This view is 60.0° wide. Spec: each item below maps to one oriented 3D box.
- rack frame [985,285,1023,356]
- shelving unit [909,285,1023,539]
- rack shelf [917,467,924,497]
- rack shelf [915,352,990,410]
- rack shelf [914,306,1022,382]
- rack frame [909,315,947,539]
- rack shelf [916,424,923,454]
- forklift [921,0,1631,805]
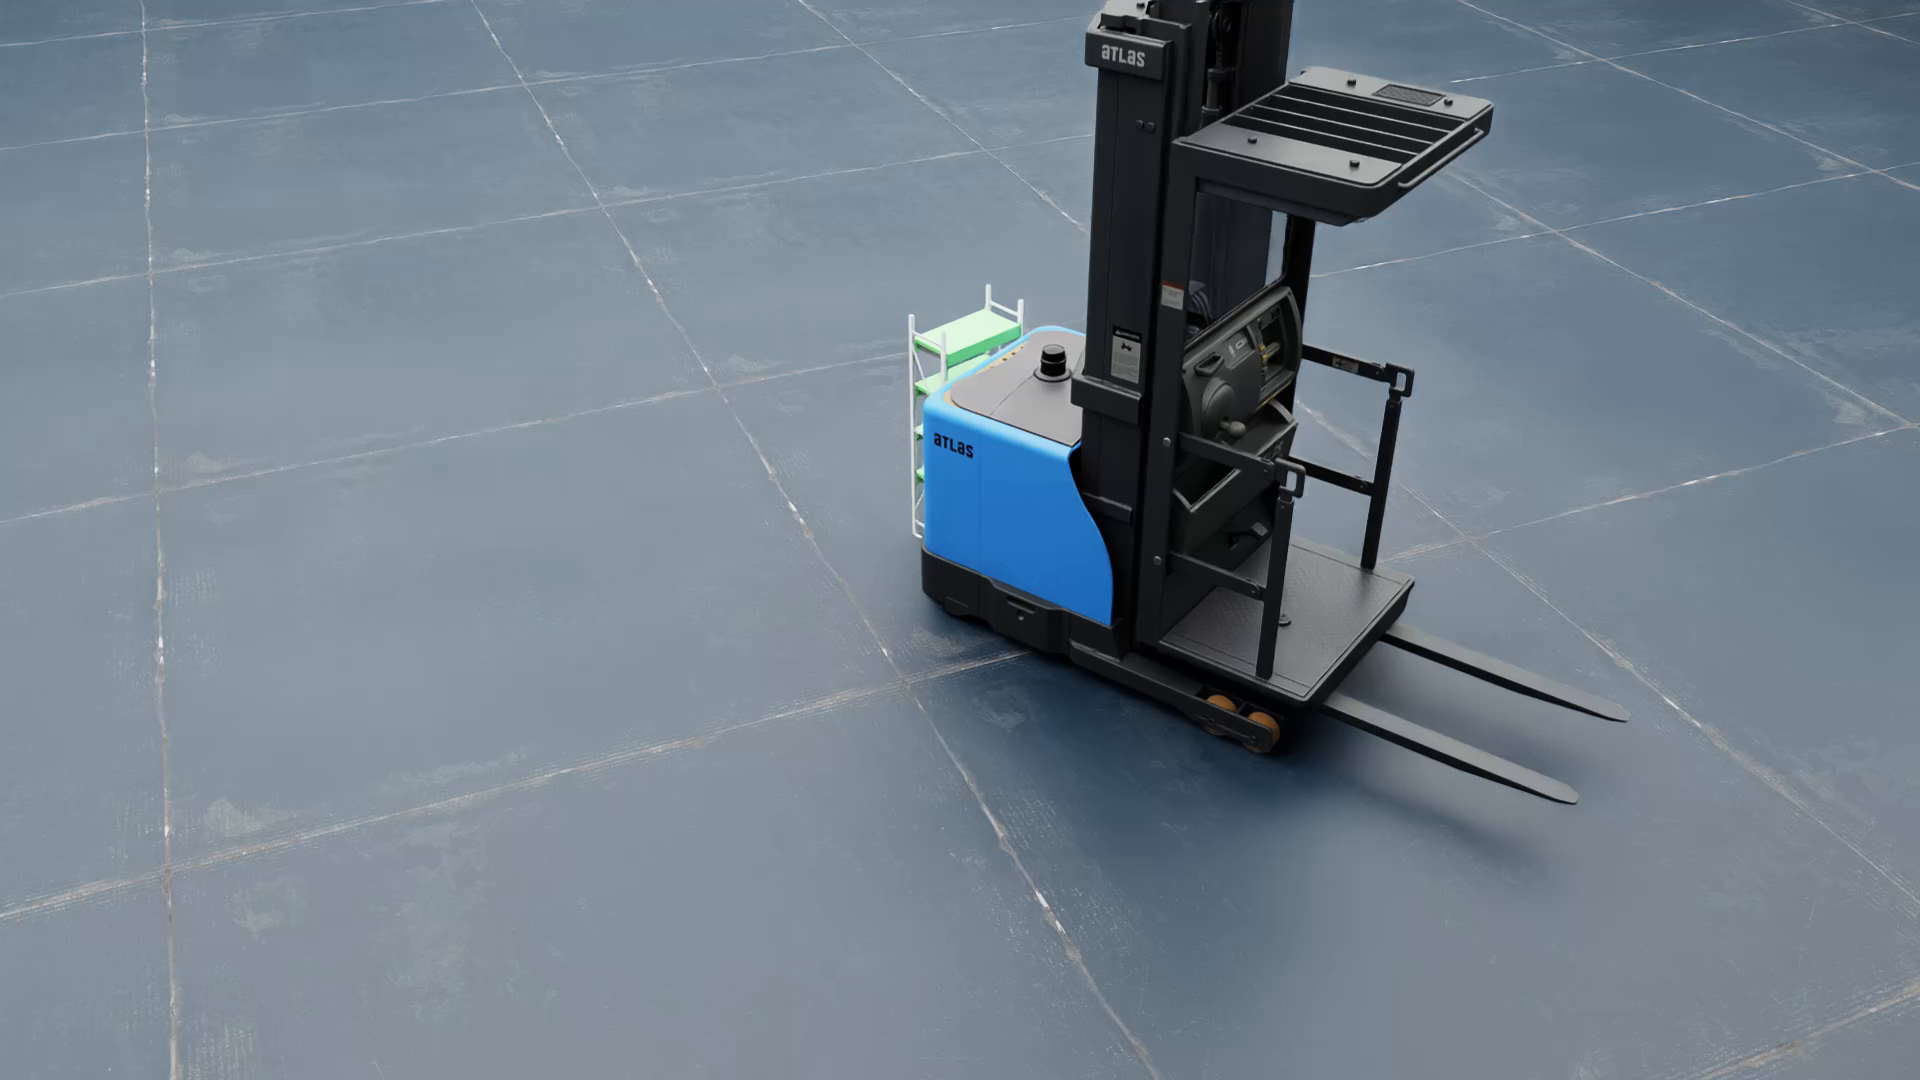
[{"bbox_3d":[0.210,-0.664,8.170,0.015,1.200,0.240,-27,42,-35],"label":"rack frame"},{"bbox_3d":[0.031,-0.573,8.031,0.503,1.200,0.258,-27,42,-35],"label":"shelving unit"},{"bbox_3d":[0.031,-0.319,8.197,0.480,0.148,0.258,-27,42,-35],"label":"rack shelf"},{"bbox_3d":[0.031,-0.721,7.935,0.480,0.148,0.258,-27,42,-35],"label":"rack shelf"},{"bbox_3d":[0.031,-0.922,7.804,0.480,0.148,0.258,-27,42,-35],"label":"rack shelf"},{"bbox_3d":[-0.148,-0.483,7.892,0.015,1.200,0.240,-27,42,-35],"label":"rack frame"},{"bbox_3d":[0.031,-0.520,8.066,0.480,0.148,0.258,-27,42,-35],"label":"rack shelf"},{"bbox_3d":[1.310,-0.676,6.602,3.031,2.935,1.130,22,39,30],"label":"forklift"}]
